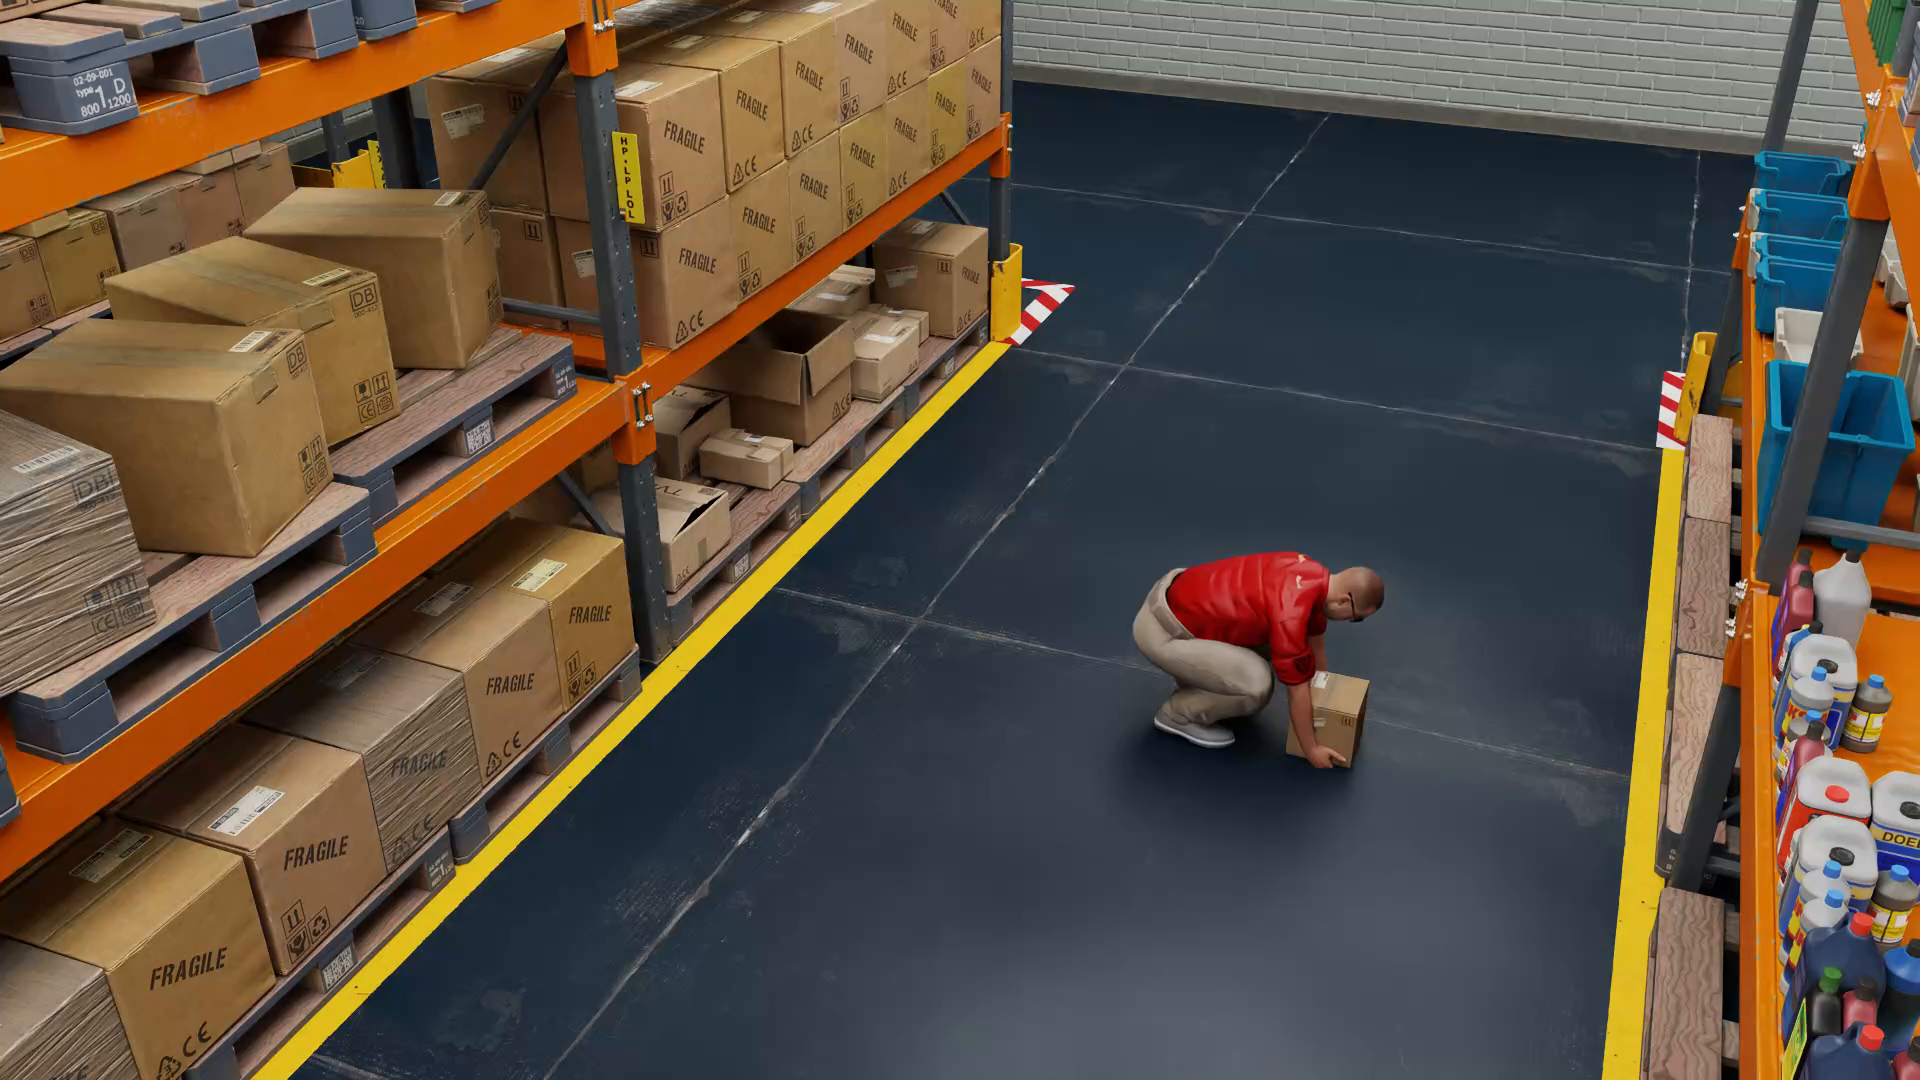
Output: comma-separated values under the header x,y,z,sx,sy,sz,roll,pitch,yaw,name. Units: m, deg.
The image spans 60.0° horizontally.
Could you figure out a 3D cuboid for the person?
x,y,z,sx,sy,sz,roll,pitch,yaw,name
1.134,0.423,6.435,0.912,0.824,0.536,11,31,18,person
